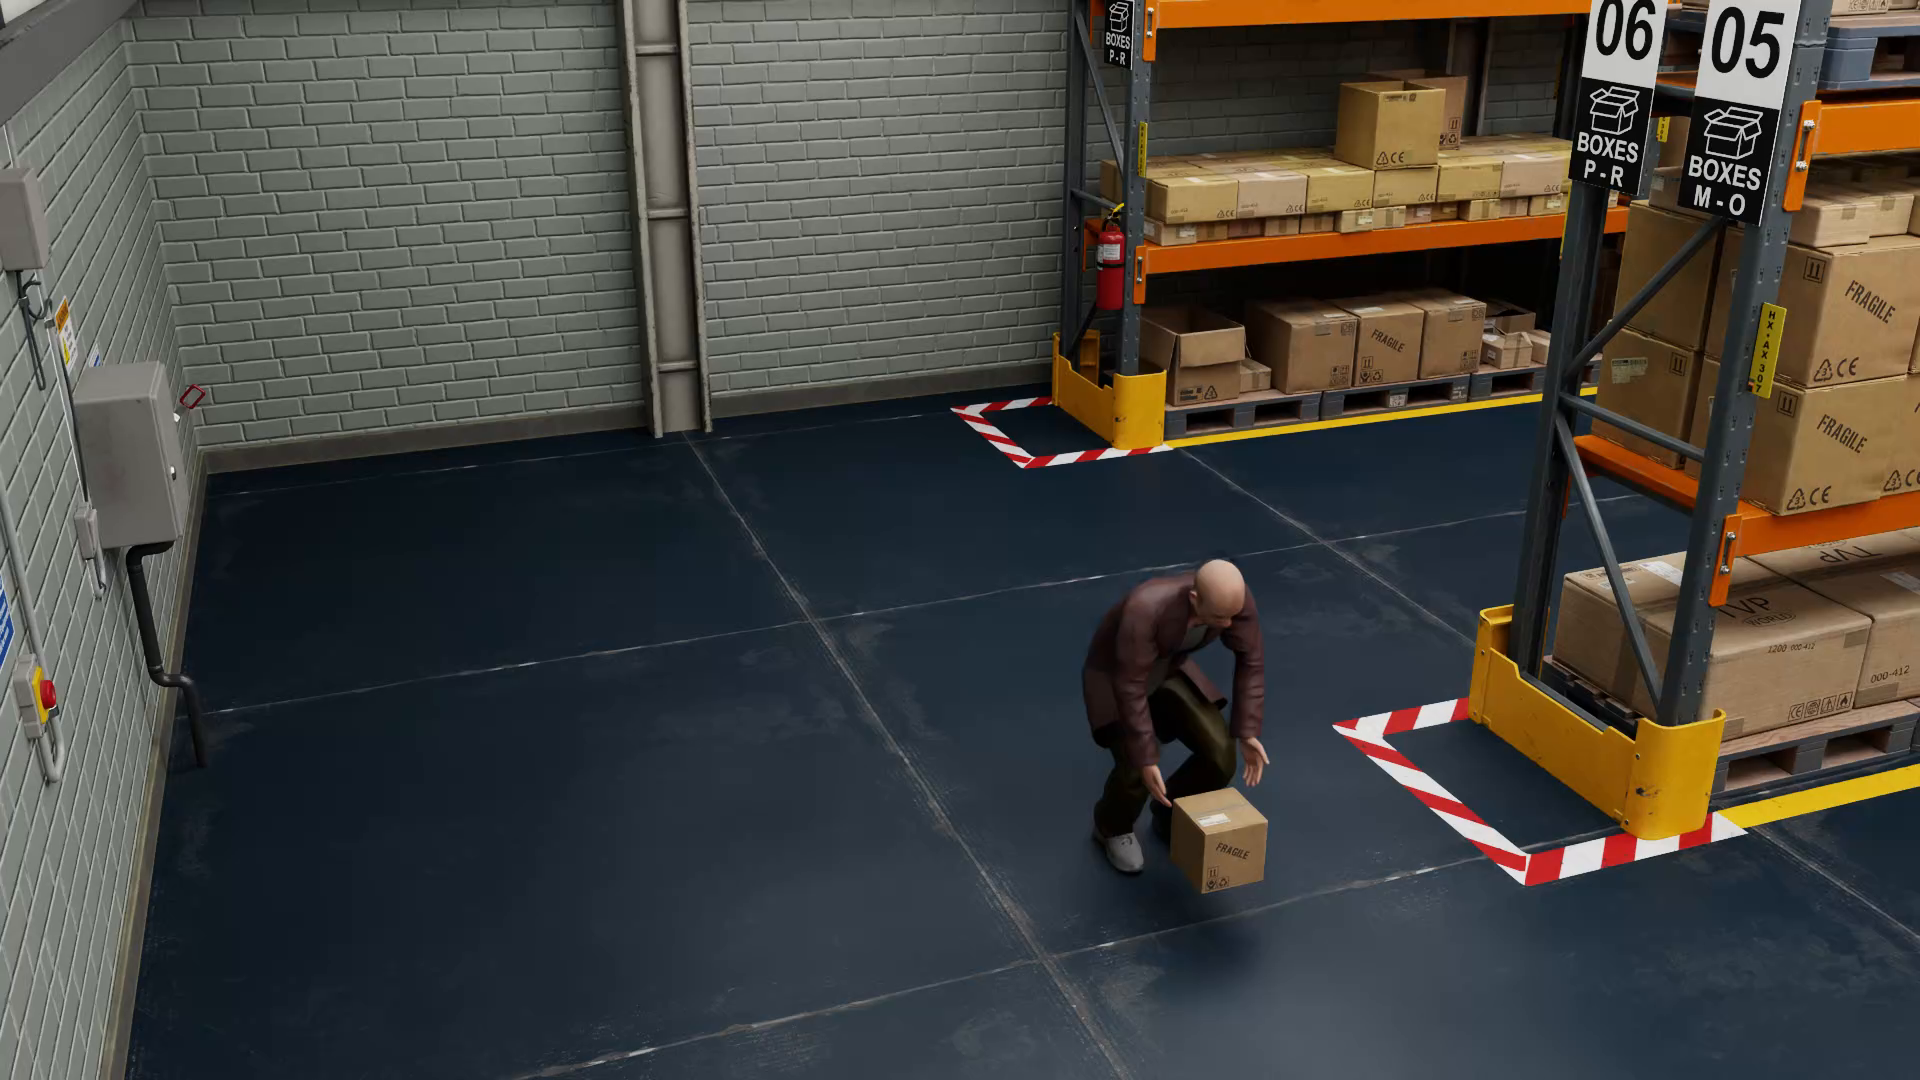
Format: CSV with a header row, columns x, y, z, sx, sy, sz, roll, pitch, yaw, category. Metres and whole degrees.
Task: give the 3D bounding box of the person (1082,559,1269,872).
x,y,z,sx,sy,sz,roll,pitch,yaw,category
0.792,0.596,6.242,0.633,1.335,0.763,-8,24,-19,person
